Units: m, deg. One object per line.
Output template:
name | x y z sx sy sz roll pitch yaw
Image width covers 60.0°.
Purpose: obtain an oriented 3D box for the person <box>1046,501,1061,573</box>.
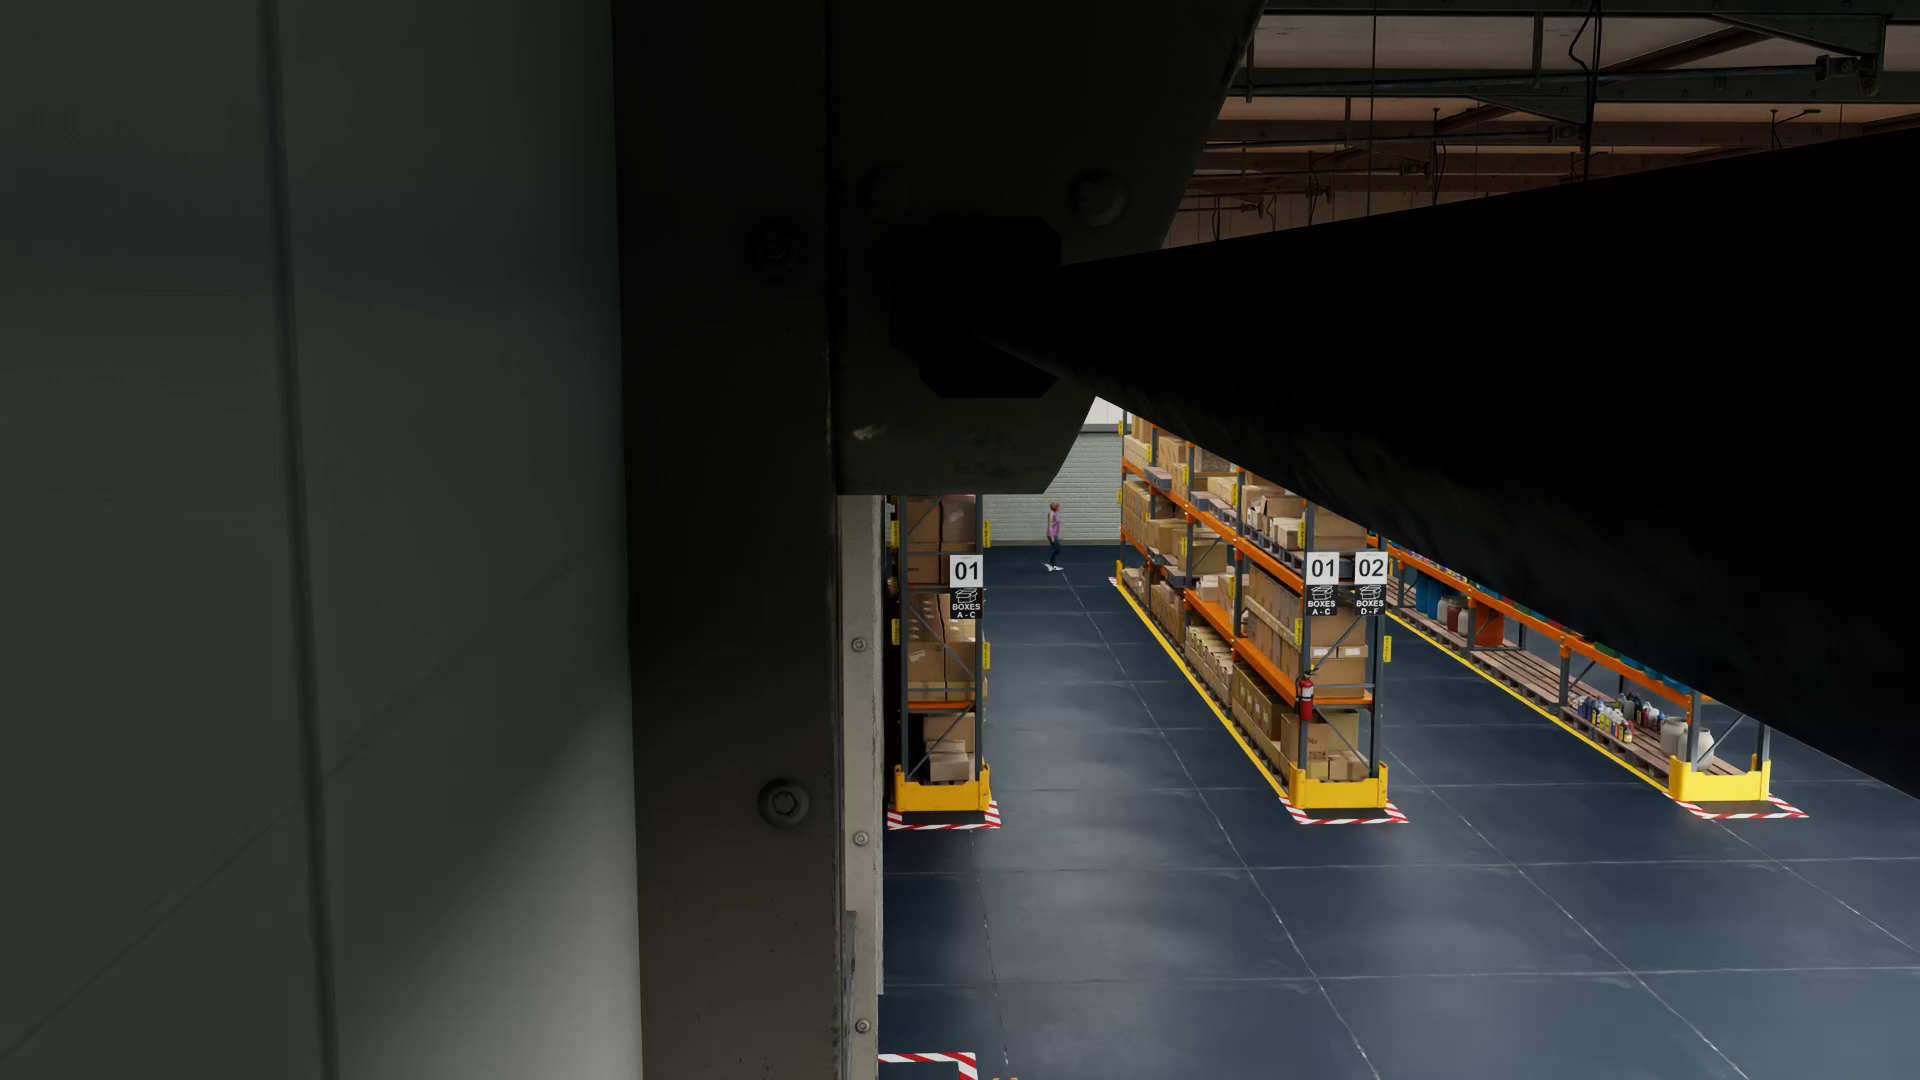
person | 2.153 -0.074 38.127 0.355 1.627 0.478 2 9 16
